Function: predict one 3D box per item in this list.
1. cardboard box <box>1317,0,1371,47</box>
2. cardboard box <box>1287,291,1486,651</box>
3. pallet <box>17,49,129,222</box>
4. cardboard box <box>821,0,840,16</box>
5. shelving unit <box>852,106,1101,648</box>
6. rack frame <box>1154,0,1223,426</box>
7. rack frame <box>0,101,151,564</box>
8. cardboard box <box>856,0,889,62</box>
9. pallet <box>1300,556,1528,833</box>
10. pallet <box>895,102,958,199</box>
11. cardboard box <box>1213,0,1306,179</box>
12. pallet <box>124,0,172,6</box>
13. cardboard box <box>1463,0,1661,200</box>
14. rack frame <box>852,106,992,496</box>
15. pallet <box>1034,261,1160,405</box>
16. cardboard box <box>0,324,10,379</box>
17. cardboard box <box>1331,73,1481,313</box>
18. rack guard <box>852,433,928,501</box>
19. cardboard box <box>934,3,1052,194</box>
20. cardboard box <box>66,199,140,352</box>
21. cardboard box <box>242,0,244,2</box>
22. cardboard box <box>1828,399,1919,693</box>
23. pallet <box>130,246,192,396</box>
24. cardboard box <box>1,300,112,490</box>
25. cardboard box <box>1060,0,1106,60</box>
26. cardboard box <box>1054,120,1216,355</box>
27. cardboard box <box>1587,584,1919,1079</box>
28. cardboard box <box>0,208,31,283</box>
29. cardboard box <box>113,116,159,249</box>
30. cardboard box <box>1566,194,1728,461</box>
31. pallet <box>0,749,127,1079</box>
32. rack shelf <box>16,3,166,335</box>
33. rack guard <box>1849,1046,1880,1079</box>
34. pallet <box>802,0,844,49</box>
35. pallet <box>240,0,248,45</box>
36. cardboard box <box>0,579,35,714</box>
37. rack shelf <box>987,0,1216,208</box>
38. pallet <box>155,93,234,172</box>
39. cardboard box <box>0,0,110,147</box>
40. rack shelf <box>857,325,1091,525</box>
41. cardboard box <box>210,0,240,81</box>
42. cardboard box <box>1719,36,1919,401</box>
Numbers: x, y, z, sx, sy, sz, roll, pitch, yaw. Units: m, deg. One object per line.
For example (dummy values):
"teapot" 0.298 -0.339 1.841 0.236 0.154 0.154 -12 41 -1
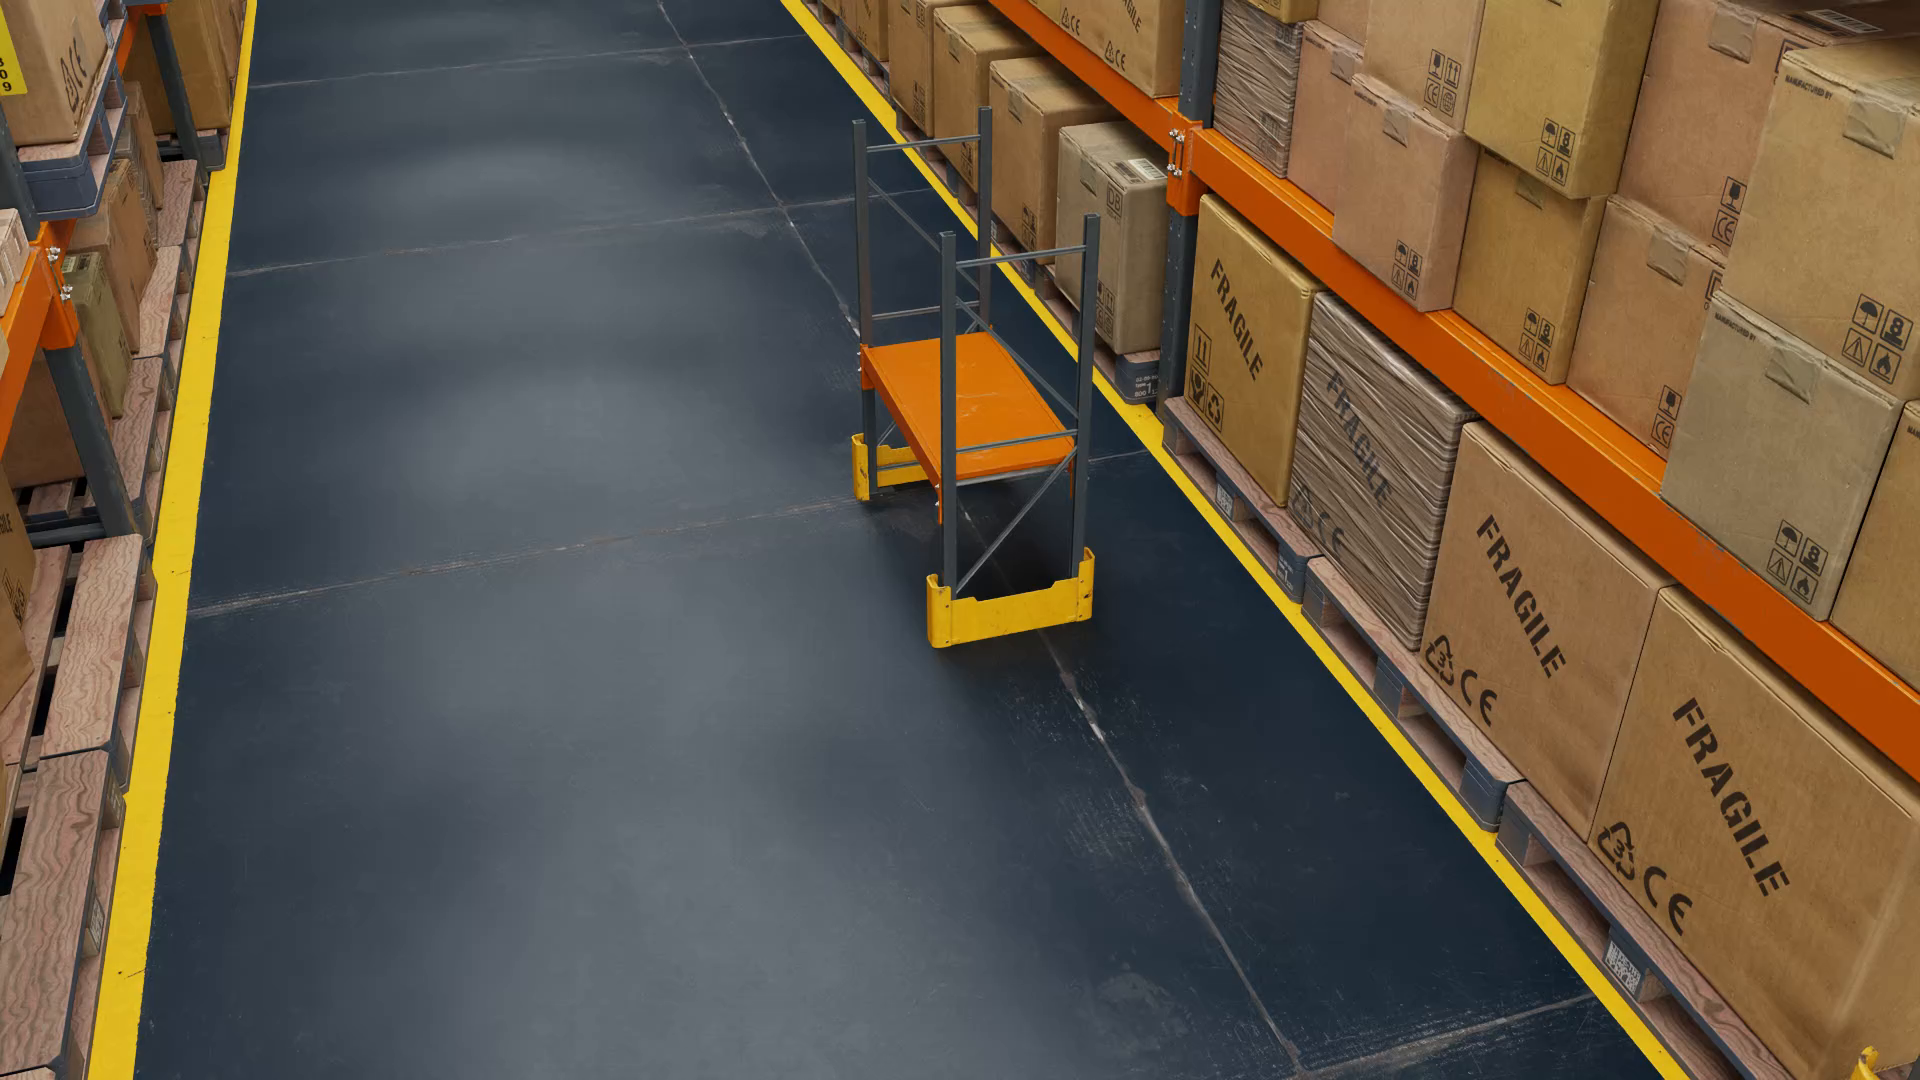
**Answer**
"cardboard box" 1.678 -1.874 5.250 0.875 0.550 0.550 -10 35 -15
"cardboard box" 1.724 -0.304 5.535 0.875 0.875 0.875 -10 35 -14
"pallet" -3.529 -1.394 5.813 1.003 0.211 1.213 -10 35 -15
"cardboard box" -0.682 -3.912 11.335 0.500 0.500 0.500 -12 35 -17
"shelving unit" 0.023 -0.586 5.776 0.587 1.500 1.083 -10 35 -15
"rack frame" 1.320 -1.830 6.298 1.000 3.000 0.127 -10 35 -15
"rack frame" -3.435 -1.049 5.116 1.000 3.000 0.127 -10 35 -15
"cardboard box" -0.350 -3.364 10.506 0.500 0.500 0.500 -10 35 -15
"pallet" 1.853 0.388 5.472 1.003 0.211 1.213 -10 35 -15
"pallet" 0.268 -2.340 9.599 1.003 0.211 1.213 -10 35 -15
"cardboard box" 1.444 -1.700 5.966 0.875 0.550 0.550 -10 35 -15
"pallet" -4.336 -2.712 7.808 1.213 0.211 1.003 -10 35 -15
"cardboard box" 1.881 -1.290 4.366 0.875 0.550 0.500 -10 35 -15
"rack frame" -0.129 -0.848 6.173 0.500 1.500 0.032 -10 35 -15
"pallet" 1.013 -1.059 7.661 1.003 0.211 1.213 -10 35 -15
"cardboard box" -2.820 -0.494 4.504 0.380 0.149 0.250 -10 35 -15
"cardboard box" 1.686 -1.112 5.076 0.875 0.550 0.550 -10 35 -15
"rack guard" -0.129 -0.326 6.516 0.587 0.250 0.087 -10 35 -15
"cardboard box" 0.470 -2.373 8.780 1.050 0.750 0.750 -9 35 -14
"cardboard box" -3.900 -1.062 7.005 0.700 0.500 0.500 -13 36 -19
"cardboard box" -5.661 -4.205 11.439 1.225 0.875 0.875 -10 35 -15
"cardboard box" 2.384 0.021 3.362 0.875 0.550 0.550 -10 35 -15
"pallet" -4.049 -0.935 7.474 1.003 0.211 1.213 -10 35 -15
"cardboard box" -3.601 -0.515 6.177 0.700 0.500 0.500 -13 36 -18
"cardboard box" 0.752 -2.366 7.018 0.500 0.500 0.500 -10 35 -15
"cardboard box" 1.045 -1.377 7.273 1.050 0.750 0.750 -10 35 -15
"cardboard box" 2.270 0.637 4.112 0.875 0.875 0.875 -10 35 -14
"cardboard box" -3.089 -0.880 5.089 0.380 0.149 0.250 -10 35 -15
"cardboard box" -4.250 -1.652 7.897 0.700 0.500 0.500 -13 36 -19
"cardboard box" 2.144 -0.579 4.270 0.875 0.550 0.550 -10 35 -15
"pallet" -2.820 1.103 4.389 1.003 0.211 1.213 -10 35 -15
"rack shelf" -4.045 -1.798 6.903 1.077 0.370 4.000 -10 35 -15
"rack guard" 2.547 1.326 3.790 1.175 0.500 0.348 -10 35 -15
"pallet" -0.506 -3.816 11.834 1.003 0.211 1.213 -10 35 -15
"pallet" -5.568 -3.693 11.647 1.003 0.211 1.213 -10 35 -15
"cardboard box" -3.169 0.335 4.908 0.500 0.500 0.500 0 33 1
"rack shelf" 0.710 -2.579 8.085 1.077 0.370 4.000 -10 35 -15
"pallet" -4.823 -2.412 9.708 1.003 0.211 1.213 -10 35 -15
"cardboard box" -3.544 -1.915 5.502 1.000 1.000 1.000 -10 35 -14
"rack shelf" 0.026 -0.431 5.868 0.538 0.185 1.000 -10 35 -15
"cardboard box" -5.110 -3.273 10.028 1.225 0.875 0.875 -10 35 -15
"cardboard box" 2.208 -0.717 3.499 0.875 0.550 0.550 -10 35 -15
